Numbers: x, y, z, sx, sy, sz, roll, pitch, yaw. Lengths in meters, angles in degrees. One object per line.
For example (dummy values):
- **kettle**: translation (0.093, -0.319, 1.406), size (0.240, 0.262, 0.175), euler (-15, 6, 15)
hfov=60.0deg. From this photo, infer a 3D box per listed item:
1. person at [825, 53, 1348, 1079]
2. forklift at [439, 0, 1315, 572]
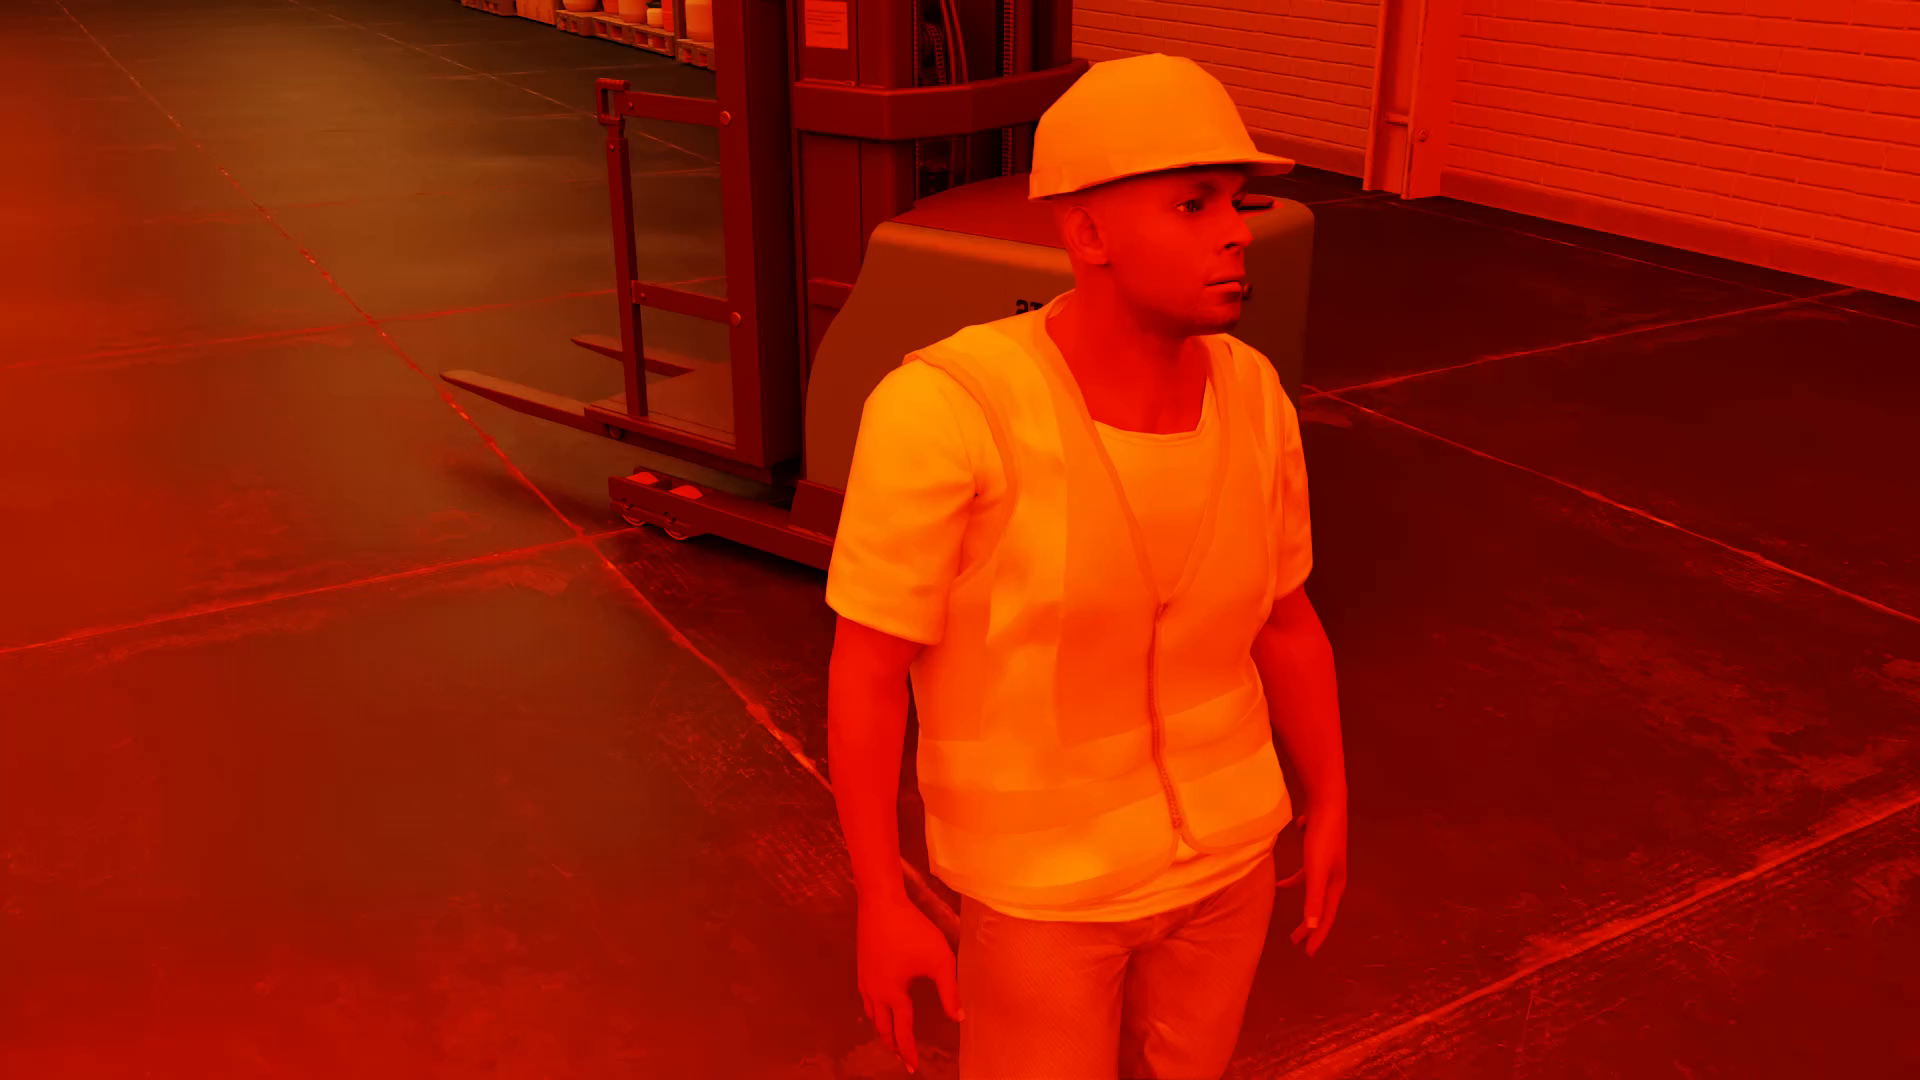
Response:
- **person**: translation (0.204, 0.385, 1.850), size (0.666, 1.765, 0.577), euler (-12, 25, -27)
- **forklift**: translation (-0.481, -1.497, 4.922), size (3.031, 2.935, 1.130), euler (16, 27, 34)
